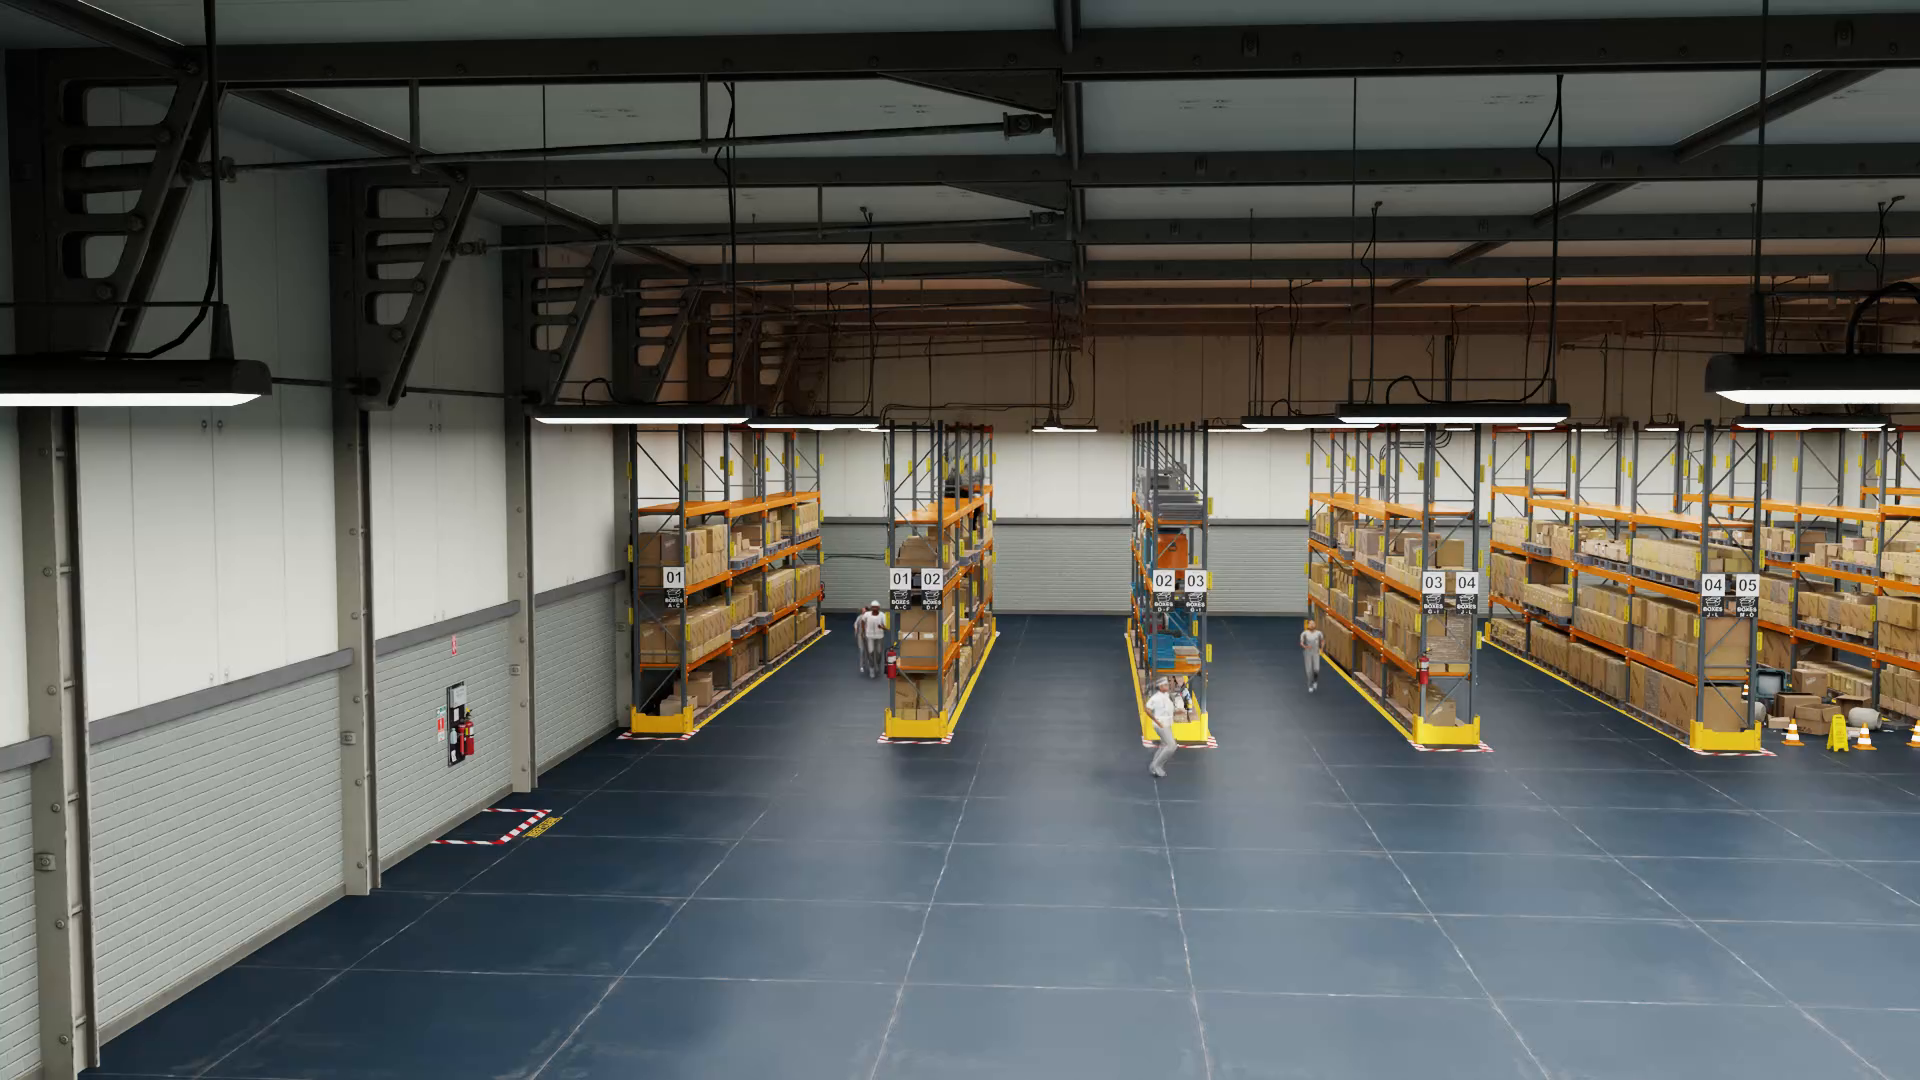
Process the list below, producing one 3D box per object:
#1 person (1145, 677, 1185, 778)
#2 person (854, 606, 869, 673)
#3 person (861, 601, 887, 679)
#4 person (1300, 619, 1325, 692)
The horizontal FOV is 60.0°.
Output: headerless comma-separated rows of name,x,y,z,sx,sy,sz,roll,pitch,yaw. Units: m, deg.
person,3.440,3.126,27.780,0.609,1.693,0.550,2,4,28
person,-2.303,2.373,40.178,0.543,1.575,0.878,0,4,3
person,-2.007,2.336,39.441,0.676,1.819,0.865,0,4,-2
person,7.826,2.565,36.914,0.550,1.633,0.571,1,4,9
